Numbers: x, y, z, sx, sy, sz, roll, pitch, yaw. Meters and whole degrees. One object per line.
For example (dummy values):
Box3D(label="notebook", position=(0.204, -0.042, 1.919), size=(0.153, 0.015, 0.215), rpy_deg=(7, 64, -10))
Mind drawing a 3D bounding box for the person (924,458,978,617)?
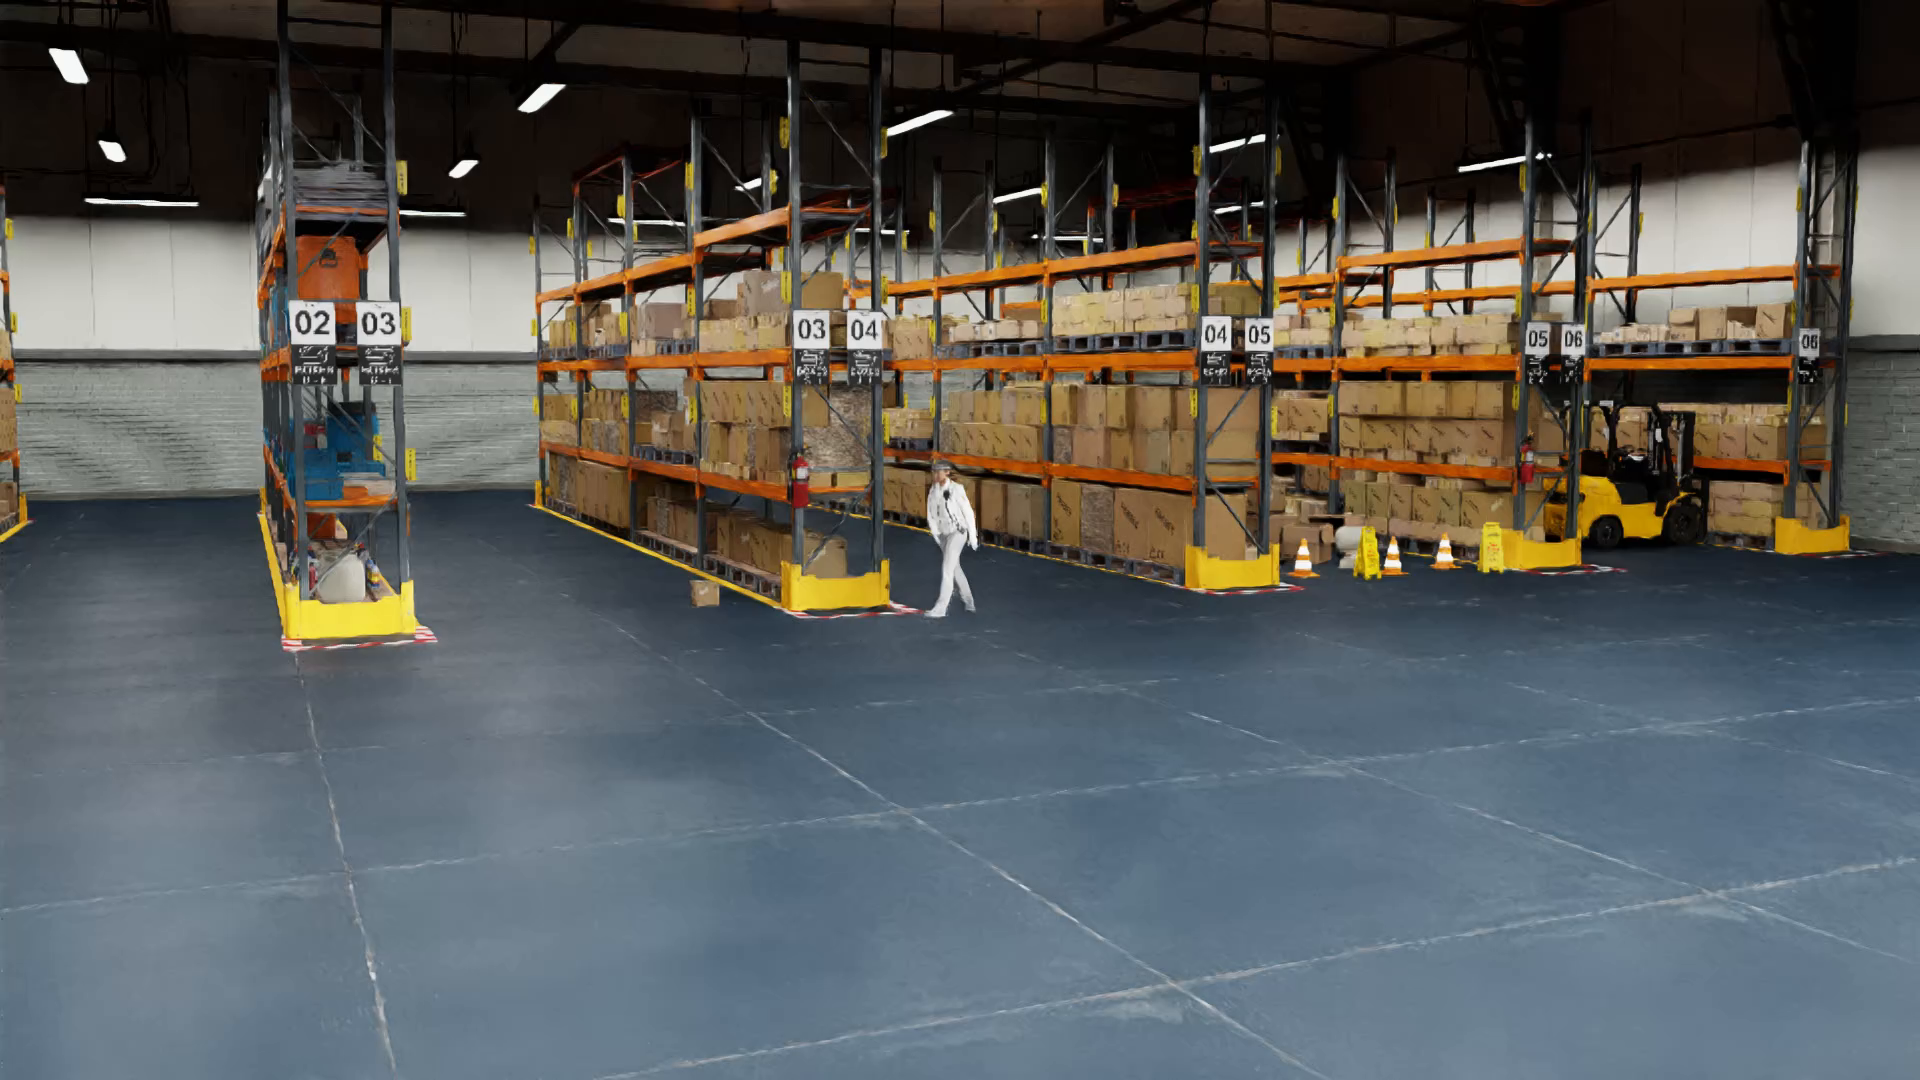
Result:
Box3D(label="person", position=(-0.090, -0.043, 17.344), size=(0.515, 1.639, 0.775), rpy_deg=(5, 8, 45))
